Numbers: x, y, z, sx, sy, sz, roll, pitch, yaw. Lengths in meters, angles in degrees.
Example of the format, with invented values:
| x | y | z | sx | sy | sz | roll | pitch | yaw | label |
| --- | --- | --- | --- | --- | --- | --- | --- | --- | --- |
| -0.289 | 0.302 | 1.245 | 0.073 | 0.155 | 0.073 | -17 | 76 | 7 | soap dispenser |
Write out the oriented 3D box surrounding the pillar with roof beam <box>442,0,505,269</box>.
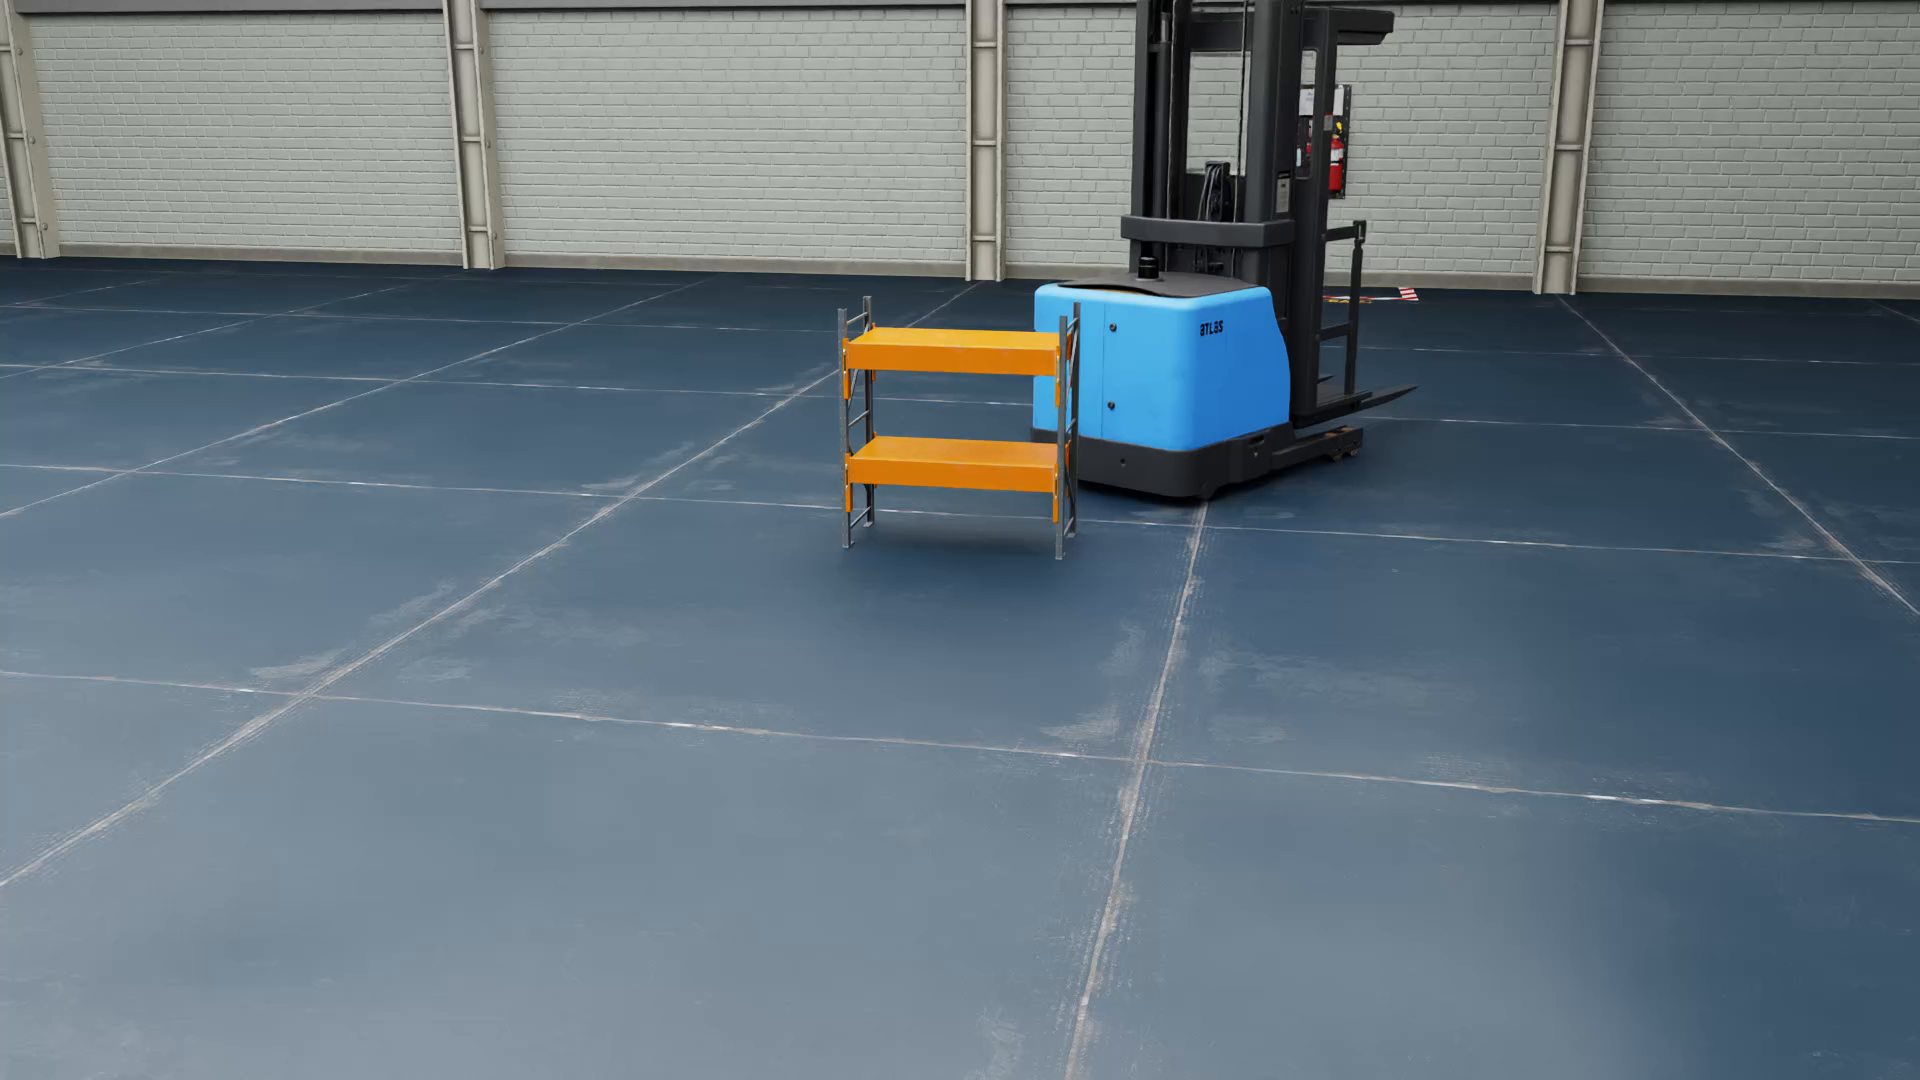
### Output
| x | y | z | sx | sy | sz | roll | pitch | yaw | label |
| --- | --- | --- | --- | --- | --- | --- | --- | --- | --- |
| -6.453 | -6.421 | 14.314 | 0.400 | 9.000 | 9.100 | 3 | 16 | 11 | pillar with roof beam |

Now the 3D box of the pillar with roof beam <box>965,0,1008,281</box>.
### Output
| x | y | z | sx | sy | sz | roll | pitch | yaw | label |
| --- | --- | --- | --- | --- | --- | --- | --- | --- | --- |
| -0.573 | -6.102 | 13.162 | 0.400 | 9.000 | 9.100 | 3 | 16 | 11 | pillar with roof beam |

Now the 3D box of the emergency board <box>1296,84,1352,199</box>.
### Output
| x | y | z | sx | sy | sz | roll | pitch | yaw | label |
| --- | --- | --- | --- | --- | --- | --- | --- | --- | --- |
| 3.750 | -4.159 | 17.387 | 0.643 | 1.169 | 0.194 | 3 | 16 | 11 | emergency board |

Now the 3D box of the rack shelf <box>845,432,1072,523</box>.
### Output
| x | y | z | sx | sy | sz | roll | pitch | yaw | label |
| --- | --- | --- | --- | --- | --- | --- | --- | --- | --- |
| 0.007 | -0.306 | 7.906 | 1.000 | 0.278 | 0.538 | 3 | 16 | 11 | rack shelf |

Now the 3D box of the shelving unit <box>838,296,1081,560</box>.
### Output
| x | y | z | sx | sy | sz | roll | pitch | yaw | label |
| --- | --- | --- | --- | --- | --- | --- | --- | --- | --- |
| 0.007 | -0.542 | 7.841 | 1.048 | 1.125 | 0.538 | 3 | 16 | 11 | shelving unit |

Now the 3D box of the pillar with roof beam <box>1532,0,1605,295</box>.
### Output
| x | y | z | sx | sy | sz | roll | pitch | yaw | label |
| --- | --- | --- | --- | --- | --- | --- | --- | --- | --- |
| 5.307 | -5.782 | 12.010 | 0.400 | 9.000 | 9.100 | 3 | 16 | 11 | pillar with roof beam |

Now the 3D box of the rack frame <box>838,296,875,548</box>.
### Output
| x | y | z | sx | sy | sz | roll | pitch | yaw | label |
| --- | --- | --- | --- | --- | --- | --- | --- | --- | --- |
| -0.492 | -0.569 | 7.938 | 0.032 | 1.125 | 0.500 | 3 | 16 | 11 | rack frame |

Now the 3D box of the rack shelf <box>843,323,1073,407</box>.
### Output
| x | y | z | sx | sy | sz | roll | pitch | yaw | label |
| --- | --- | --- | --- | --- | --- | --- | --- | --- | --- |
| 0.007 | -0.824 | 7.762 | 1.000 | 0.278 | 0.538 | 3 | 16 | 11 | rack shelf |

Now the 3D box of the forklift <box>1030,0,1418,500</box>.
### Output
| x | y | z | sx | sy | sz | roll | pitch | yaw | label |
| --- | --- | --- | --- | --- | --- | --- | --- | --- | --- |
| 1.725 | -1.949 | 9.536 | 1.130 | 2.935 | 3.031 | 13 | 20 | 39 | forklift |

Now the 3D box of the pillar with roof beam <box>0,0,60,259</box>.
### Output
| x | y | z | sx | sy | sz | roll | pitch | yaw | label |
| --- | --- | --- | --- | --- | --- | --- | --- | --- | --- |
| -12.332 | -6.740 | 15.467 | 0.400 | 9.000 | 9.100 | 3 | 16 | 11 | pillar with roof beam |

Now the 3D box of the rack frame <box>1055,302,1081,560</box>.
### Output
| x | y | z | sx | sy | sz | roll | pitch | yaw | label |
| --- | --- | --- | --- | --- | --- | --- | --- | --- | --- |
| 0.505 | -0.515 | 7.743 | 0.032 | 1.125 | 0.500 | 3 | 16 | 11 | rack frame |
